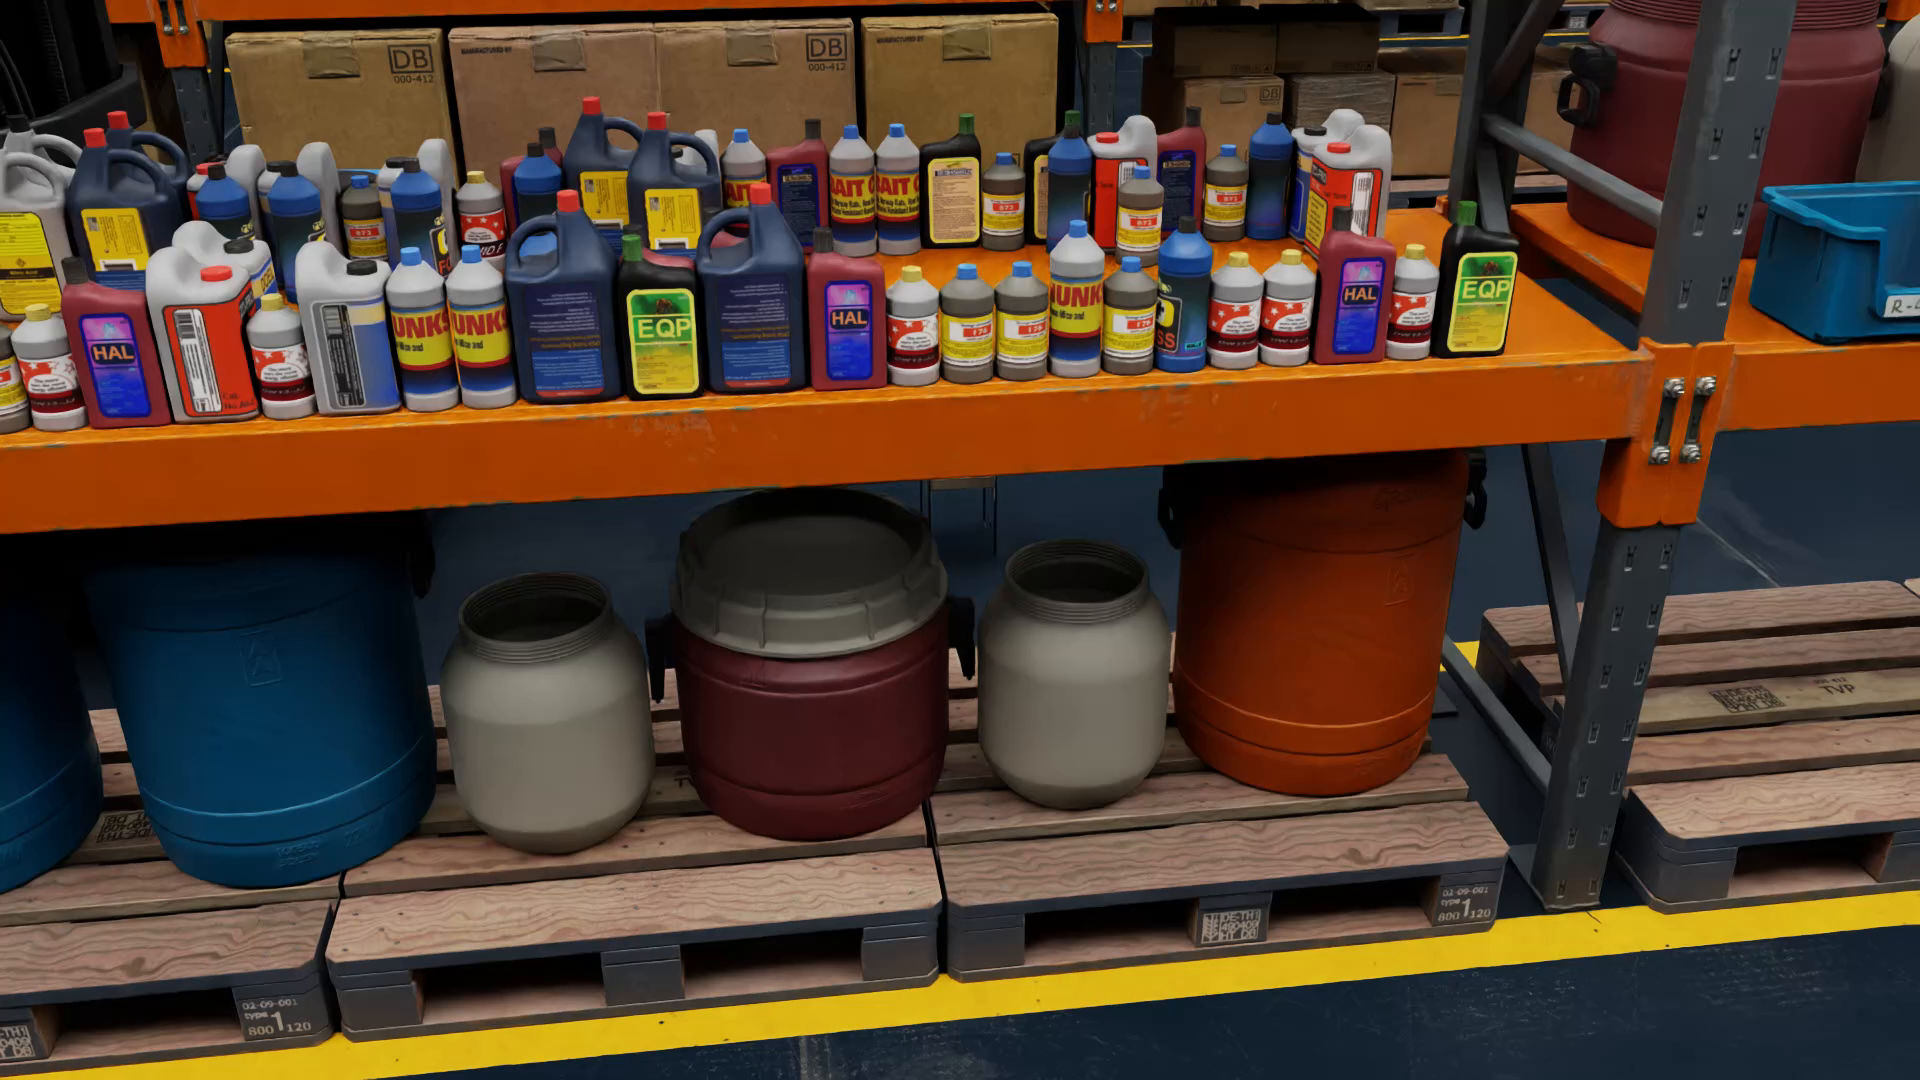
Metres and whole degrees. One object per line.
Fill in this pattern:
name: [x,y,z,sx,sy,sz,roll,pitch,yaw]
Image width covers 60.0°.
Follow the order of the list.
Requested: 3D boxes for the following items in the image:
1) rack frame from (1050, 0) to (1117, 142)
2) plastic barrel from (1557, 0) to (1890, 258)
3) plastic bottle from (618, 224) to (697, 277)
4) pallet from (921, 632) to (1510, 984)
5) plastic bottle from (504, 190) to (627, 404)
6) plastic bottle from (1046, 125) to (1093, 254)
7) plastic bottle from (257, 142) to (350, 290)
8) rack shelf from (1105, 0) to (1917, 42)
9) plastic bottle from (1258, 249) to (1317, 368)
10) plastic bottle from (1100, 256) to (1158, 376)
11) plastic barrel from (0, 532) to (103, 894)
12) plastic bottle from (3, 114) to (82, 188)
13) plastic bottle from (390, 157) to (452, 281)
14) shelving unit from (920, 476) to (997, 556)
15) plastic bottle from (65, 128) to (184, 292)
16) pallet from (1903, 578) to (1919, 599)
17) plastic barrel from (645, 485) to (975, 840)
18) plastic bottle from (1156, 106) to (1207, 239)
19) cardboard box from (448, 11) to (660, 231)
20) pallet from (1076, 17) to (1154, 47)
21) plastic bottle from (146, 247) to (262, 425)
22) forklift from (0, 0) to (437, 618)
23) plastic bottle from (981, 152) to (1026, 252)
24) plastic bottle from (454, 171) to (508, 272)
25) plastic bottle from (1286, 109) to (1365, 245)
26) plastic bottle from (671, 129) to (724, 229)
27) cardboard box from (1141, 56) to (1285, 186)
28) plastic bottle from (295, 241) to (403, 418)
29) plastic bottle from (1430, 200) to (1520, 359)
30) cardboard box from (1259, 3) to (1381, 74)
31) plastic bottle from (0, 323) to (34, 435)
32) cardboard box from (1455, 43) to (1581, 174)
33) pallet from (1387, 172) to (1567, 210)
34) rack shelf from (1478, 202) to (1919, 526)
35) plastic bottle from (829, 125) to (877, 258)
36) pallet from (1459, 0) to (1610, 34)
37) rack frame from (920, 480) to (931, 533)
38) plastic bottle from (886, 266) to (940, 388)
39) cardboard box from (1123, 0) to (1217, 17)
rack frame: [0.587,-2.983,7.777,0.127,3.000,1.000,-4,27,-7]
plastic barrel: [1.695,-0.971,3.707,0.708,0.536,0.600,-4,27,-7]
plastic bottle: [-0.519,-0.408,2.887,0.133,0.283,0.061,-4,27,-7]
pallet: [0.502,0.566,3.916,1.213,0.211,1.003,-4,27,-7]
plastic bottle: [-0.674,-0.419,2.835,0.185,0.351,0.144,-4,27,-7]
plastic bottle: [0.235,-0.753,3.573,0.097,0.271,0.097,0,27,0]
plastic bottle: [-1.344,-0.669,3.404,0.135,0.276,0.152,-4,27,-7]
rack shelf: [2.568,-2.790,8.189,4.000,0.370,1.077,-4,27,-7]
plastic bottle: [0.591,-0.423,3.006,0.097,0.201,0.097,0,27,0]
plastic bottle: [0.302,-0.404,2.970,0.097,0.201,0.097,0,27,0]
plastic barrel: [-2.143,0.231,3.353,0.708,0.901,0.600,-4,27,-7]
plastic bottle: [-1.819,-0.674,3.331,0.185,0.351,0.144,-4,27,-7]
plastic bottle: [-1.079,-0.627,3.326,0.097,0.271,0.097,0,27,0]
shelving unit: [-0.008,-0.400,5.044,0.210,0.900,0.258,-4,27,-7]
plastic bottle: [-1.616,-0.620,3.227,0.185,0.351,0.144,-4,27,-7]
pallet: [3.255,0.389,4.260,1.213,0.211,1.003,-4,27,-7]
plastic barrel: [-0.323,0.253,3.653,0.708,0.588,0.600,-4,27,-7]
plastic bottle: [0.472,-0.810,3.671,0.133,0.283,0.061,-4,27,-7]
cardboard box: [-1.858,-2.077,7.879,0.875,0.875,1.225,-5,28,-9]
pallet: [0.787,-4.007,12.828,1.213,0.211,1.003,-4,27,-7]
plastic bottle: [-1.255,-0.350,2.783,0.135,0.276,0.152,-4,27,-7]
forklift: [-3.170,-1.260,4.495,3.031,2.935,1.130,-1,27,-2]
plastic bottle: [0.095,-0.741,3.626,0.097,0.201,0.097,0,27,0]
plastic bottle: [-1.003,-0.670,3.488,0.097,0.201,0.097,0,27,0]
plastic bottle: [0.804,-0.807,3.673,0.135,0.276,0.152,-4,27,-7]
plastic bottle: [-0.570,-0.719,3.501,0.135,0.276,0.152,-4,27,-7]
cardboard box: [1.248,-2.118,8.348,0.500,0.500,0.700,-5,28,-10]
plastic bottle: [-1.026,-0.365,2.811,0.135,0.276,0.152,-4,27,-7]
plastic bottle: [0.936,-0.473,3.014,0.133,0.283,0.061,-4,27,-7]
cardboard box: [1.770,-2.494,8.260,0.500,0.250,0.500,-1,27,-1]
plastic bottle: [-1.595,-0.283,2.732,0.097,0.201,0.097,0,27,0]
cardboard box: [2.908,-2.234,8.574,0.500,0.500,0.700,-6,28,-12]
pallet: [2.567,-1.867,8.658,1.213,0.211,1.003,-4,27,-7]
rack shelf: [3.258,-0.551,3.826,4.000,0.370,1.077,-4,27,-7]
plastic bottle: [-0.230,-0.751,3.569,0.097,0.271,0.097,0,27,0]
pallet: [4.721,-4.258,13.317,1.213,0.211,1.003,-4,27,-7]
rack frame: [-0.109,-0.393,5.031,0.006,0.900,0.240,-4,27,-7]
plastic bottle: [-0.084,-0.380,2.922,0.097,0.201,0.097,0,27,0]
cardboard box: [1.477,-4.472,12.685,0.750,0.750,1.050,-3,27,-6]
